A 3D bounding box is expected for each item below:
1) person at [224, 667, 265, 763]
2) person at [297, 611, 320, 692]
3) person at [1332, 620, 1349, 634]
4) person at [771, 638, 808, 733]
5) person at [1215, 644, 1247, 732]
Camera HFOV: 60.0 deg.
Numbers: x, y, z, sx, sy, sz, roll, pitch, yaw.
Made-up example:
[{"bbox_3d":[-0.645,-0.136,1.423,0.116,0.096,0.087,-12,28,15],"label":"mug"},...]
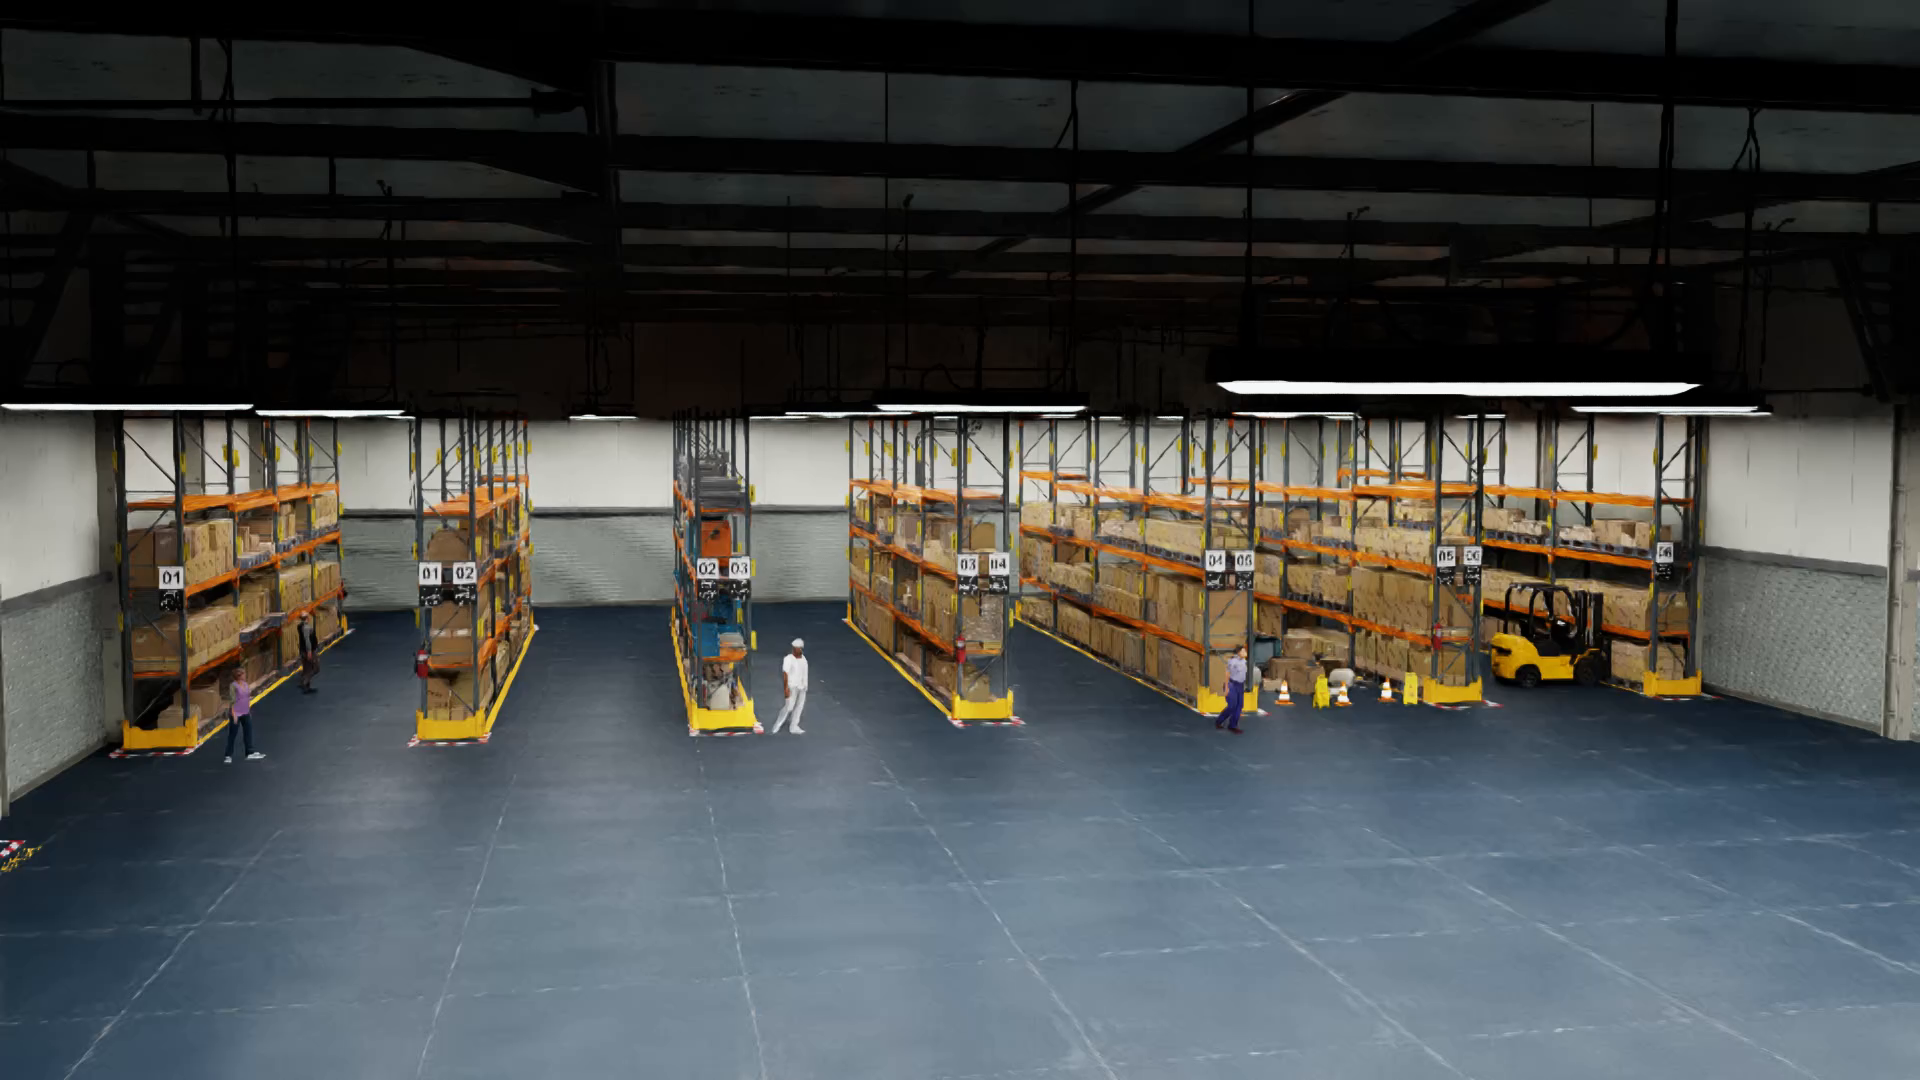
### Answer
[{"bbox_3d":[-12.105,2.923,27.986,0.463,1.590,0.597,1,4,18],"label":"person"},{"bbox_3d":[-13.833,2.360,35.205,0.447,1.720,0.569,-3,5,-36],"label":"person"},{"bbox_3d":[10.321,1.659,44.856,0.586,1.723,0.652,1,4,16],"label":"person"},{"bbox_3d":[-3.101,2.676,30.445,0.529,1.757,0.732,3,5,38],"label":"person"},{"bbox_3d":[5.006,2.726,30.712,0.533,1.638,0.558,4,5,42],"label":"person"}]
